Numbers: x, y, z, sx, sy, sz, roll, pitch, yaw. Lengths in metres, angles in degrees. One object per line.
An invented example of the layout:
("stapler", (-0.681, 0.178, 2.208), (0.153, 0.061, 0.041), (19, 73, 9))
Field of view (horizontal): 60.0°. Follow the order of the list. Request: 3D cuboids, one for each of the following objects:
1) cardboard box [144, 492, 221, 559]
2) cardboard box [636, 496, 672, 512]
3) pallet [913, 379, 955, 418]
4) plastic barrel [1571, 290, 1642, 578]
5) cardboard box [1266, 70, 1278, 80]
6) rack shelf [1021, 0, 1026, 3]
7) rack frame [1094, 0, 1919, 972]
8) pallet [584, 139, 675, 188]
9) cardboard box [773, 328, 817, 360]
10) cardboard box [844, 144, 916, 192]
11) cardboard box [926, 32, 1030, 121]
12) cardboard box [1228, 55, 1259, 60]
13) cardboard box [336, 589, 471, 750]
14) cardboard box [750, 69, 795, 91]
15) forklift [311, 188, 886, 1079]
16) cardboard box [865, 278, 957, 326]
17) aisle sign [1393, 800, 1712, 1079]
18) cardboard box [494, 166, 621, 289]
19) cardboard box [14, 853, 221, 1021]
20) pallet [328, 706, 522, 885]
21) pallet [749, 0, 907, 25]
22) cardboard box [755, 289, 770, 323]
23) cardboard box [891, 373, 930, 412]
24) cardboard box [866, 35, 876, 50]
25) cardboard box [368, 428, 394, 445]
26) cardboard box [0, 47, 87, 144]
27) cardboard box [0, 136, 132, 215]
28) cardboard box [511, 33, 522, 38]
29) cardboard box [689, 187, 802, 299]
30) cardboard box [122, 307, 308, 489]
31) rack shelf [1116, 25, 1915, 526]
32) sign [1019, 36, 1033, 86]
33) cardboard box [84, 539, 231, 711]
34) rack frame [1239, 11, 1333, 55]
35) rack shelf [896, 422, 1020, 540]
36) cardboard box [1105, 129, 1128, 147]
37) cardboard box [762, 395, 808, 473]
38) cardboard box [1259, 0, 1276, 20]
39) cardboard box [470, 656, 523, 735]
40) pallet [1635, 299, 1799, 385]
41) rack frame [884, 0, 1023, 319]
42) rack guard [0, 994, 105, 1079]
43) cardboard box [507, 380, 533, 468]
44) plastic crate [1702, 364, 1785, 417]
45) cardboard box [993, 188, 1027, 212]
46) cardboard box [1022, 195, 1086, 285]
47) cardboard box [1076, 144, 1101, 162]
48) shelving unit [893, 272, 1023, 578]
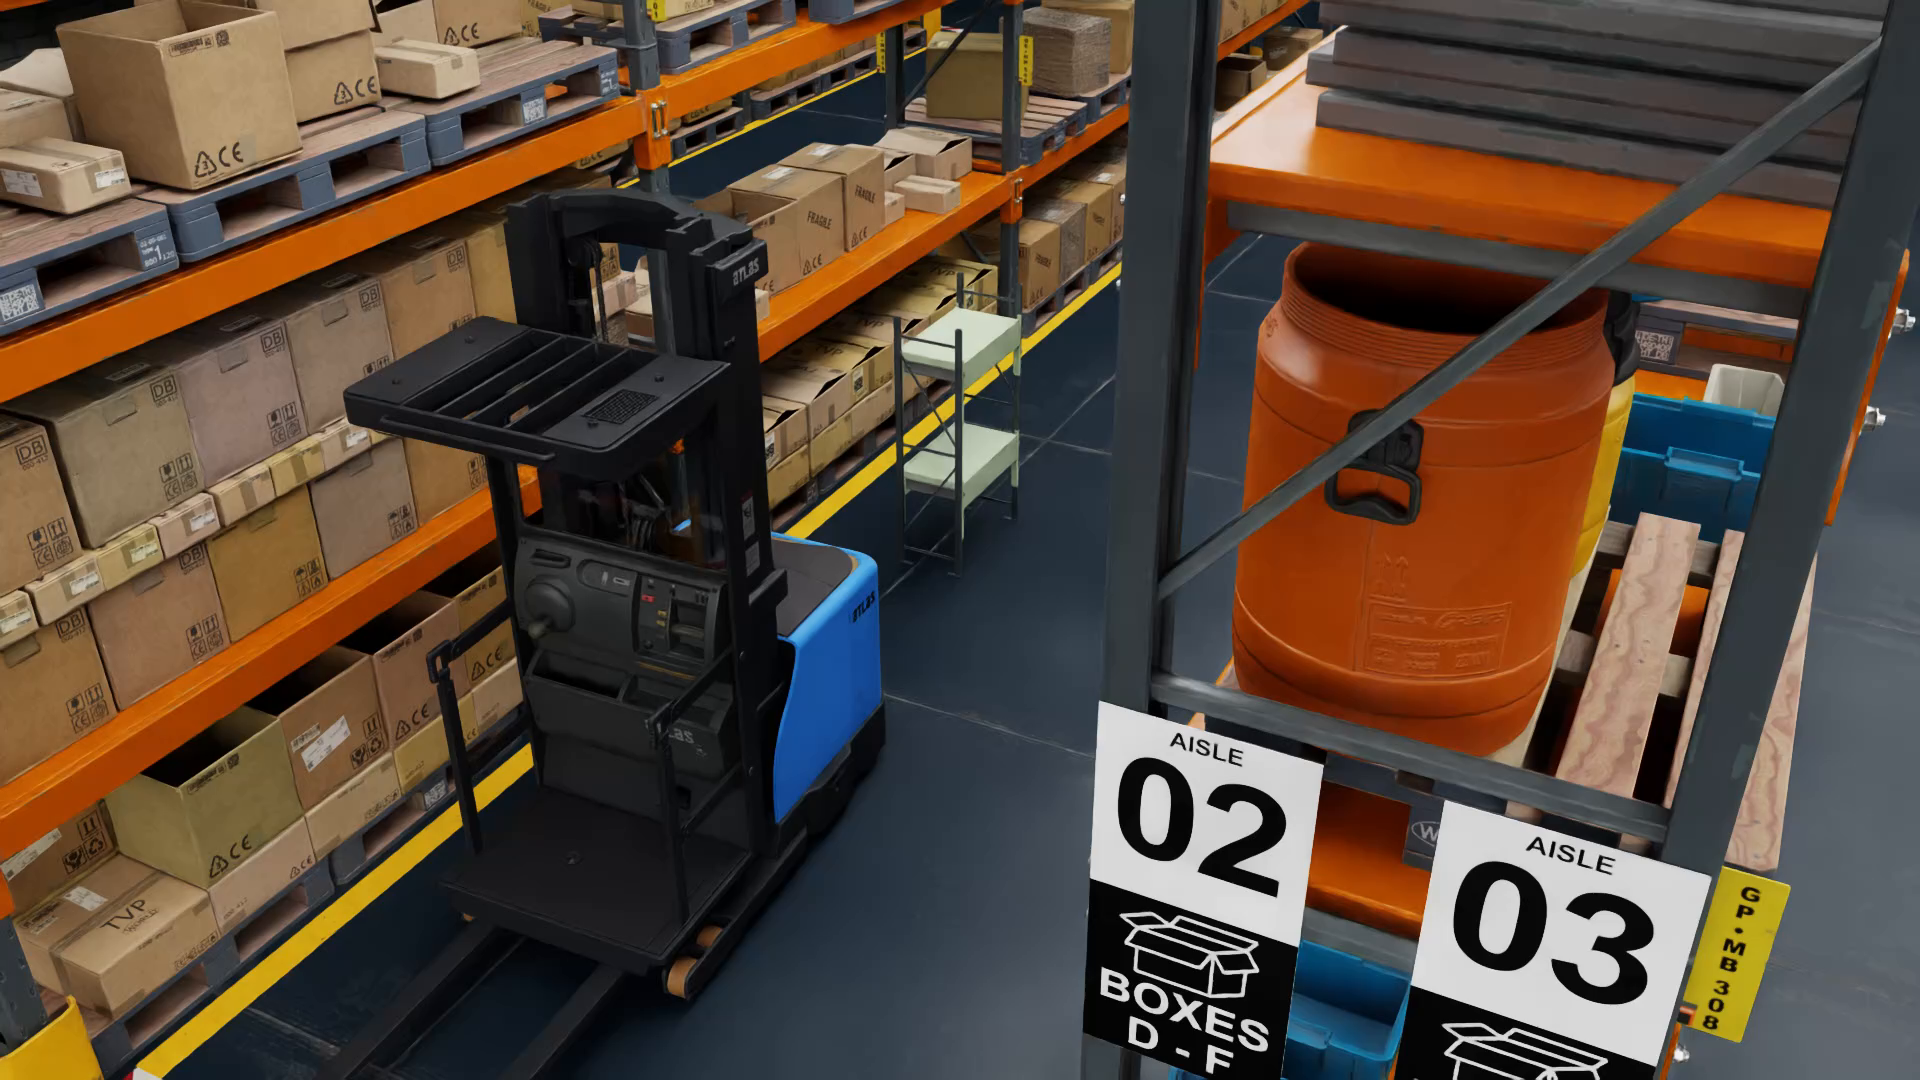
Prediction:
("cardboard box", (-2.976, -0.088, 6.140), (0.380, 0.149, 0.250), (14, 33, 23))
("cardboard box", (-1.470, -0.185, 9.399), (0.500, 0.250, 0.500), (13, 33, 22))
("pallet", (-0.462, -1.281, 11.768), (1.003, 0.211, 1.213), (14, 33, 23))
("plastic barrel", (1.118, -0.273, 3.590), (0.600, 0.588, 0.600), (0, 30, 0))
("cardboard box", (3.105, -4.680, 17.206), (0.500, 0.250, 0.500), (14, 33, 23))
("rack shelf", (0.859, -4.721, 12.670), (1.077, 0.370, 4.000), (14, 33, 23))
("rack frame", (0.712, -0.776, 2.064), (1.000, 3.000, 0.127), (14, 33, 23))
("pallet", (-3.480, -3.630, 15.859), (1.003, 0.211, 1.213), (14, 33, 23))
("cardboard box", (-1.252, -1.225, 10.647), (0.500, 0.311, 0.500), (14, 33, 23))
("cardboard box", (-0.632, -2.455, 11.102), (0.500, 0.311, 0.500), (14, 33, 23))
("cardboard box", (0.135, -3.376, 12.095), (0.700, 0.500, 0.500), (4, 30, 7))
("cardboard box", (2.865, -4.992, 17.751), (0.500, 0.250, 0.500), (14, 33, 23))
("cardboard box", (-2.568, 0.534, 7.394), (0.500, 0.500, 0.500), (14, 33, 23))
("cardboard box", (-2.209, -5.148, 17.790), (0.700, 0.500, 0.500), (15, 33, 24))
("forklift", (-1.421, 0.298, 6.288), (1.130, 2.935, 3.031), (13, 32, 21))
("cardboard box", (-0.302, -1.559, 11.229), (0.500, 0.311, 0.500), (14, 33, 23))
("aisle sign", (0.940, 0.797, 2.740), (0.394, 0.787, 0.004), (14, 33, 23))
("cardboard box", (-2.071, -1.480, 7.913), (0.700, 0.500, 0.500), (14, 33, 24))
("cardboard box", (-3.254, 1.524, 6.424), (0.500, 0.250, 0.500), (14, 33, 23))
("pallet", (-2.828, 1.022, 7.757), (1.003, 0.211, 1.213), (14, 33, 23))
("pallet", (-0.788, -3.247, 9.570), (1.003, 0.211, 1.213), (16, 33, 26))
("cardboard box", (-1.288, -1.310, 9.272), (0.380, 0.149, 0.250), (14, 33, 23))
("cardboard box", (-0.538, -1.095, 10.985), (0.500, 0.250, 0.500), (15, 33, 24))
("cardboard box", (-1.277, -6.058, 19.375), (0.700, 0.500, 0.500), (14, 33, 23))
("cardboard box", (-2.505, -0.547, 6.939), (0.380, 0.149, 0.250), (15, 33, 25))
("cardboard box", (-3.153, -1.621, 6.076), (0.500, 0.311, 0.500), (19, 35, 29))
("cardboard box", (-3.003, -1.216, 5.533), (0.380, 0.149, 0.250), (14, 33, 23))
("cardboard box", (-4.014, -4.306, 13.818), (0.500, 0.500, 0.500), (15, 33, 25))
("cardboard box", (-1.270, -1.686, 9.574), (0.500, 0.500, 0.500), (17, 34, 27))
("cardboard box", (-2.984, -0.591, 6.364), (0.700, 0.500, 0.500), (14, 33, 23))
("rack shelf", (1.623, -1.177, 3.887), (1.077, 0.370, 4.000), (14, 33, 23))
("sign", (0.444, -3.224, 11.189), (0.100, 0.325, 0.005), (14, 33, 23))
("cardboard box", (-3.237, 0.219, 6.256), (0.700, 0.500, 0.500), (15, 33, 25))
("rack frame", (3.593, -6.392, 17.870), (1.000, 3.000, 0.127), (14, 33, 23))
("rack shelf", (-0.003, -0.365, 9.534), (0.431, 0.370, 0.720), (14, 33, 23))
("cardboard box", (1.568, -3.225, 14.422), (0.500, 0.500, 0.500), (14, 33, 23))
("cardboard box", (-1.231, -0.653, 9.651), (0.500, 0.311, 0.500), (14, 33, 23))
("cardboard box", (2.705, -5.276, 15.824), (0.500, 0.500, 0.500), (14, 33, 23))
("cardboard box", (-2.342, 0.637, 7.968), (0.500, 0.250, 0.500), (14, 33, 23))
("pallet", (2.292, -0.824, 5.351), (1.213, 0.211, 1.003), (14, 33, 23))
("rack frame", (-0.052, -2.846, 11.694), (1.000, 3.000, 0.127), (14, 33, 23))
("rack guard", (-3.707, 1.795, 6.122), (1.175, 0.500, 0.348), (14, 33, 23))
("cardboard box", (-2.305, -0.683, 7.826), (0.700, 0.500, 0.500), (14, 33, 23))
("plastic crate", (2.163, -0.330, 4.566), (0.243, 0.136, 0.396), (14, 33, 23))
("cardboard box", (0.187, -2.772, 12.880), (0.500, 0.250, 0.500), (16, 33, 25))
("cardboard box", (0.643, -2.323, 12.851), (0.500, 0.500, 0.500), (13, 32, 22))
("cardboard box", (0.866, -3.108, 14.218), (0.500, 0.500, 0.500), (15, 33, 24))
("shelving unit", (-0.003, -0.647, 9.371), (0.431, 1.500, 0.755), (14, 33, 23))
